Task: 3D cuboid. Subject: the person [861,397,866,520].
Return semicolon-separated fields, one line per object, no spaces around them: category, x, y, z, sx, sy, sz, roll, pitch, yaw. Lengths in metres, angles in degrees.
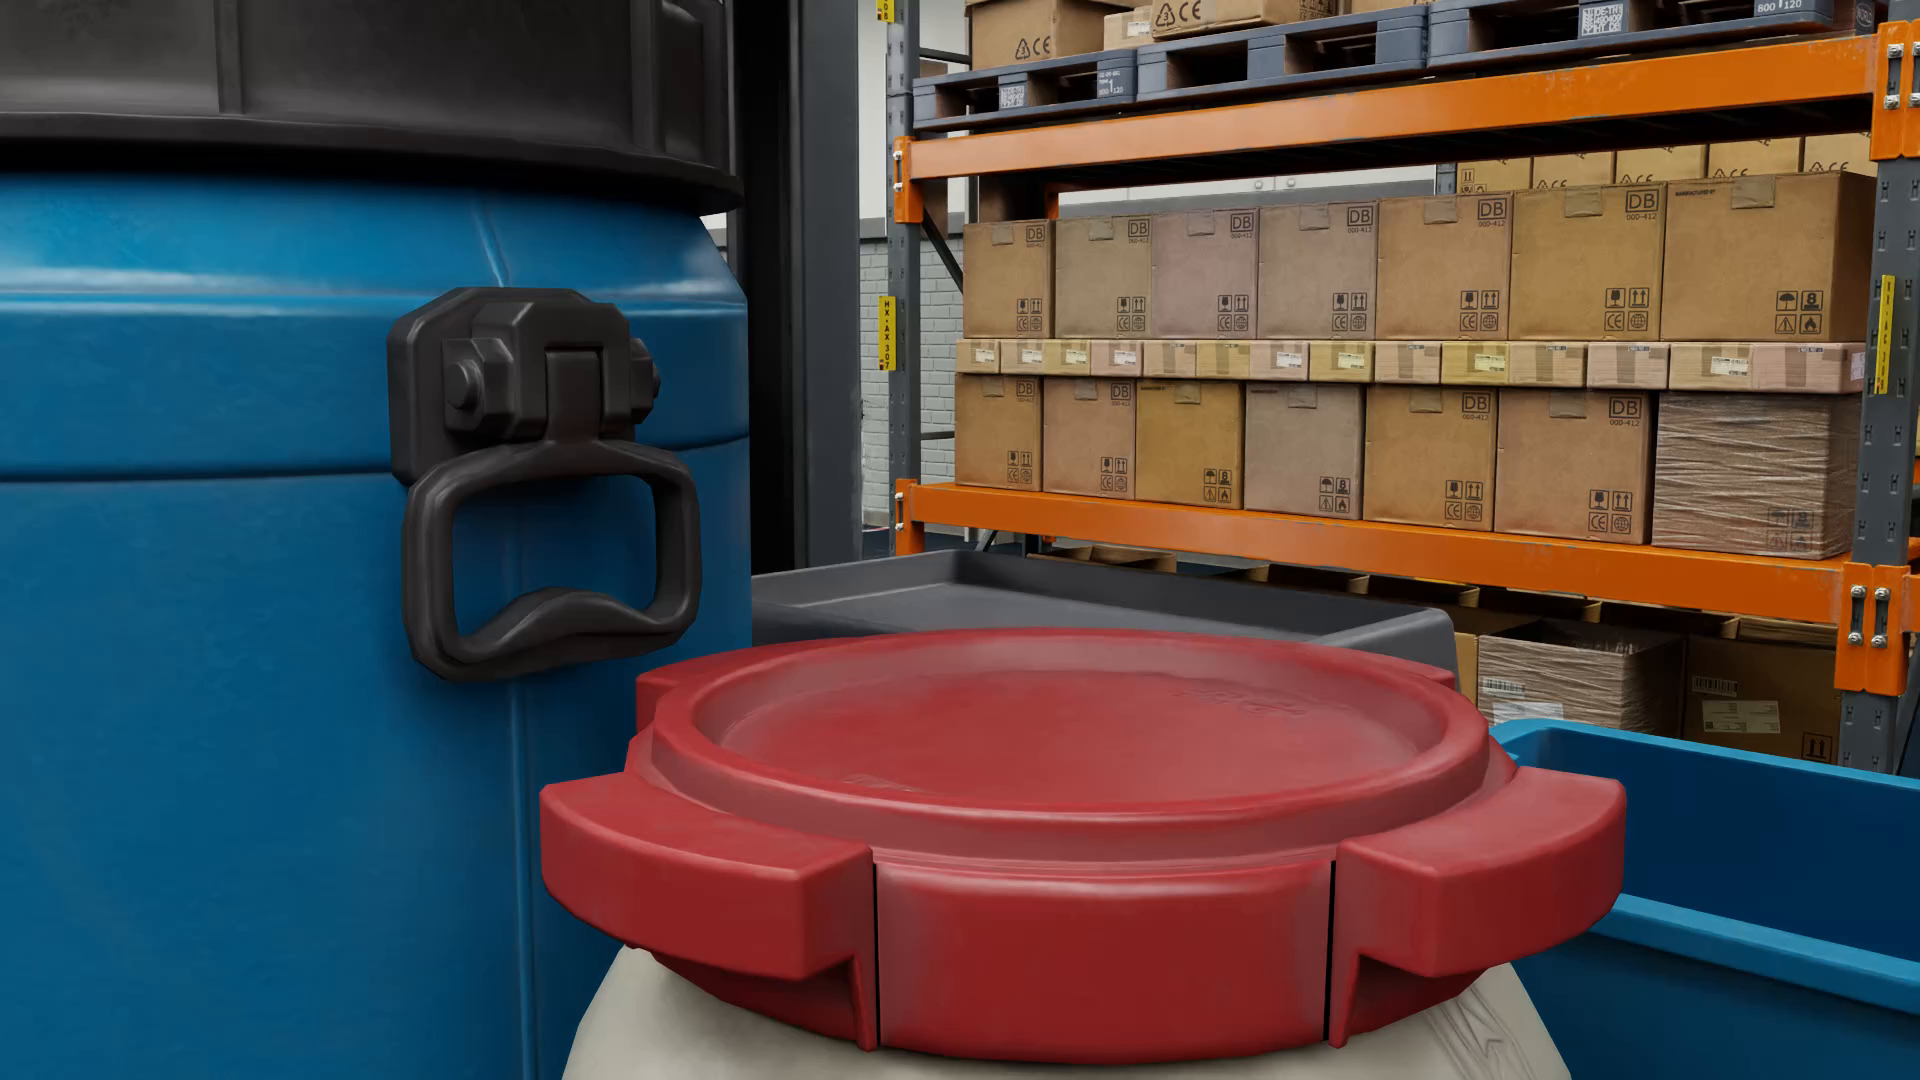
person;-0.791;-0.080;9.902;0.512;1.659;0.476;-1;7;-9
